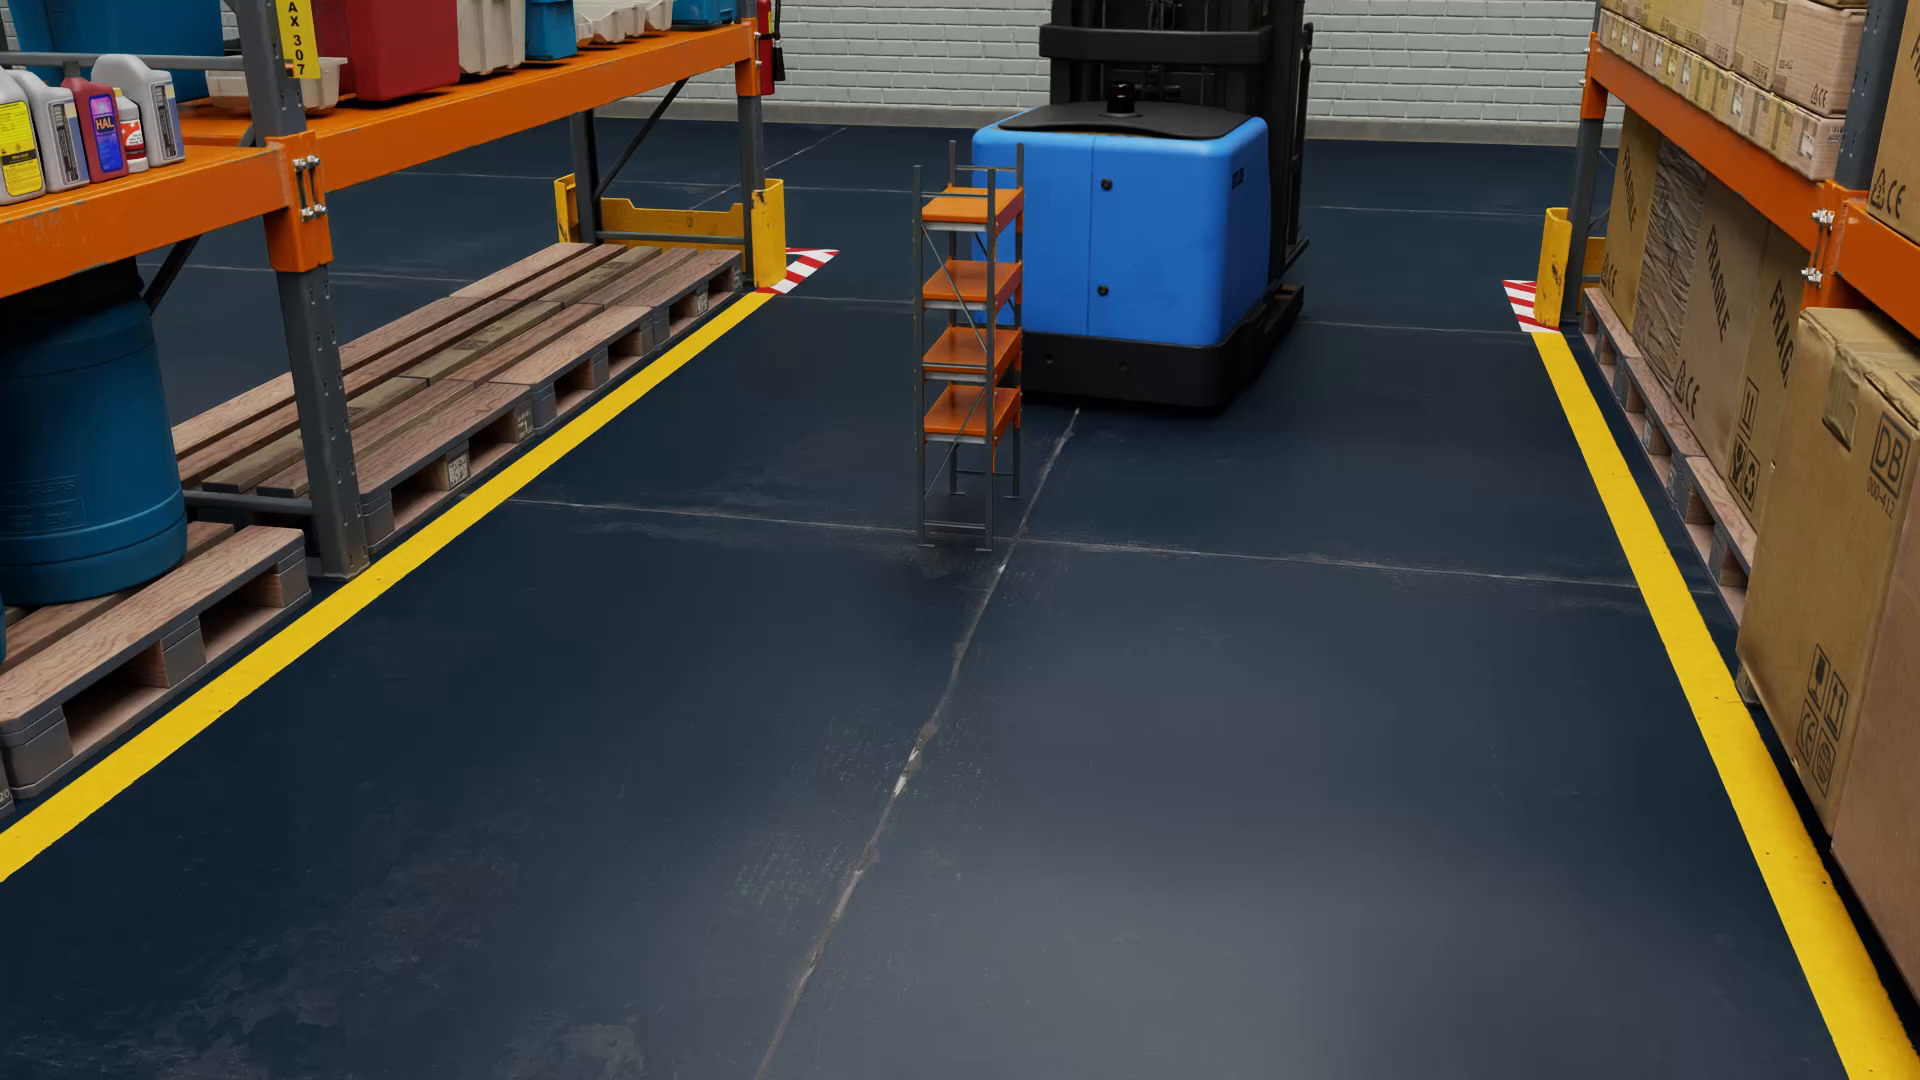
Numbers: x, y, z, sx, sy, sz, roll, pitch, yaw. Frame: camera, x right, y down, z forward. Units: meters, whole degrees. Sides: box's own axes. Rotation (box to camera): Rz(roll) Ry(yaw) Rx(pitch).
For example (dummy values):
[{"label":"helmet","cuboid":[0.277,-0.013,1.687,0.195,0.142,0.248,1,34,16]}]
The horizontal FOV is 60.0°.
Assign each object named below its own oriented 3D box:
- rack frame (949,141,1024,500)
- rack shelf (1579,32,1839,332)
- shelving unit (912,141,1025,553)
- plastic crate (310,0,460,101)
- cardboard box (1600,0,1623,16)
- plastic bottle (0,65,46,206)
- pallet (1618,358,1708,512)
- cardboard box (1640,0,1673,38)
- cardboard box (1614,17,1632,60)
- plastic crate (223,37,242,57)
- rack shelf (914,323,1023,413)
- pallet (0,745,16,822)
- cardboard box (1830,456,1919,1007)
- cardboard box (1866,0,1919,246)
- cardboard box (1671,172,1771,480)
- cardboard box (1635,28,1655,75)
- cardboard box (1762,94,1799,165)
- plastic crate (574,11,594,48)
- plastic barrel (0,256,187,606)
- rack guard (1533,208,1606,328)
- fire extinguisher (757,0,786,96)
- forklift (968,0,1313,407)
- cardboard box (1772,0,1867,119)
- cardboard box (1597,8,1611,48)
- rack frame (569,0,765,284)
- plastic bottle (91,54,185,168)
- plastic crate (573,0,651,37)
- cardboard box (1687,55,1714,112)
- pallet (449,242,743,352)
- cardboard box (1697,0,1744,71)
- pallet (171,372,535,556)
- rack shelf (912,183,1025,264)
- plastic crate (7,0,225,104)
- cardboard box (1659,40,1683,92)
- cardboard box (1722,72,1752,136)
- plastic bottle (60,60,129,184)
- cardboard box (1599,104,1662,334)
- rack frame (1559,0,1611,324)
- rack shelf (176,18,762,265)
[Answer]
[{"label":"rack frame","cuboid":[0.084,-0.706,5.501,0.240,1.200,0.015,4,22,11]},{"label":"rack shelf","cuboid":[2.933,-1.343,5.636,1.077,0.370,4.000,4,22,11]},{"label":"shelving unit","cuboid":[0.034,-0.617,5.280,0.258,1.200,0.503,4,22,11]},{"label":"plastic crate","cuboid":[-1.897,-1.688,5.363,0.402,0.464,0.583,4,22,11]},{"label":"cardboard box","cuboid":[2.978,-2.322,6.906,0.500,0.250,0.500,4,22,9]},{"label":"plastic bottle","cuboid":[-2.191,-0.939,3.736,0.144,0.351,0.185,4,22,11]},{"label":"pallet","cuboid":[3.003,-0.371,5.993,1.003,0.211,1.213,4,22,11]},{"label":"cardboard box","cuboid":[2.773,-1.948,5.977,0.500,0.250,0.500,4,22,9]},{"label":"cardboard box","cuboid":[2.842,-1.999,6.639,0.380,0.149,0.250,4,22,10]},{"label":"plastic crate","cuboid":[-2.359,-1.653,5.731,0.437,0.125,0.590,4,22,11]},{"label":"rack shelf","cuboid":[0.034,-0.555,5.305,0.258,0.148,0.480,4,22,11]},{"label":"pallet","cuboid":[-2.769,0.697,3.340,1.003,0.211,1.213,4,22,11]},{"label":"cardboard box","cuboid":[2.232,0.408,2.608,1.225,0.875,0.875,4,22,9]},{"label":"cardboard box","cuboid":[2.186,-0.843,3.297,0.500,0.500,0.500,5,22,11]},{"label":"cardboard box","cuboid":[2.921,-0.719,5.406,0.875,0.875,0.875,4,22,11]},{"label":"cardboard box","cuboid":[2.737,-1.811,6.171,0.380,0.149,0.250,4,22,10]},{"label":"cardboard box","cuboid":[2.318,-1.060,4.306,0.380,0.149,0.250,5,22,12]},{"label":"plastic crate","cuboid":[-1.646,-2.061,6.728,0.298,0.136,0.250,4,22,11]},{"label":"plastic barrel","cuboid":[-2.452,-0.347,4.446,0.600,0.901,0.708,4,22,11]},{"label":"rack guard","cuboid":[3.346,-1.257,7.807,1.175,0.500,0.348,4,22,11]},{"label":"fire extinguisher","cuboid":[-1.032,-2.597,8.390,0.296,0.674,0.183,4,22,11]},{"label":"forklift","cuboid":[1.015,-2.394,7.374,1.130,2.935,3.031,8,23,19]},{"label":"cardboard box","cuboid":[2.358,-1.195,4.109,0.500,0.250,0.500,4,22,10]},{"label":"cardboard box","cuboid":[2.945,-2.187,7.105,0.380,0.149,0.250,5,22,12]},{"label":"rack frame","cuboid":[-1.508,-2.786,8.255,1.000,3.000,0.127,4,22,11]},{"label":"plastic bottle","cuboid":[-2.088,-1.097,4.227,0.152,0.276,0.135,4,22,11]},{"label":"plastic crate","cuboid":[-1.570,-2.274,7.258,0.396,0.136,0.243,4,22,11]},{"label":"cardboard box","cuboid":[2.528,-1.435,5.238,0.380,0.149,0.250,4,22,10]},{"label":"pallet","cuboid":[-1.714,-1.194,8.035,1.003,0.211,1.213,4,22,11]},{"label":"cardboard box","cuboid":[2.565,-1.571,5.043,0.500,0.250,0.500,5,22,12]},{"label":"pallet","cuboid":[-2.212,-0.301,5.819,1.003,0.211,1.213,4,22,11]},{"label":"rack shelf","cuboid":[0.034,-0.982,5.133,0.258,0.148,0.480,4,22,11]},{"label":"plastic crate","cuboid":[-2.563,-1.540,5.103,0.392,0.384,0.575,4,22,11]},{"label":"cardboard box","cuboid":[2.633,-1.624,5.708,0.380,0.149,0.250,4,22,10]},{"label":"cardboard box","cuboid":[2.423,-1.247,4.772,0.380,0.149,0.250,5,22,12]},{"label":"plastic bottle","cuboid":[-2.091,-1.012,4.007,0.061,0.283,0.133,4,22,11]},{"label":"cardboard box","cuboid":[3.288,-1.377,7.040,0.875,0.875,0.875,4,22,11]},{"label":"rack frame","cuboid":[3.341,-2.408,7.318,1.000,3.000,0.127,4,22,11]},{"label":"rack shelf","cuboid":[-1.916,-1.721,6.574,1.077,0.370,4.000,4,22,11]}]
